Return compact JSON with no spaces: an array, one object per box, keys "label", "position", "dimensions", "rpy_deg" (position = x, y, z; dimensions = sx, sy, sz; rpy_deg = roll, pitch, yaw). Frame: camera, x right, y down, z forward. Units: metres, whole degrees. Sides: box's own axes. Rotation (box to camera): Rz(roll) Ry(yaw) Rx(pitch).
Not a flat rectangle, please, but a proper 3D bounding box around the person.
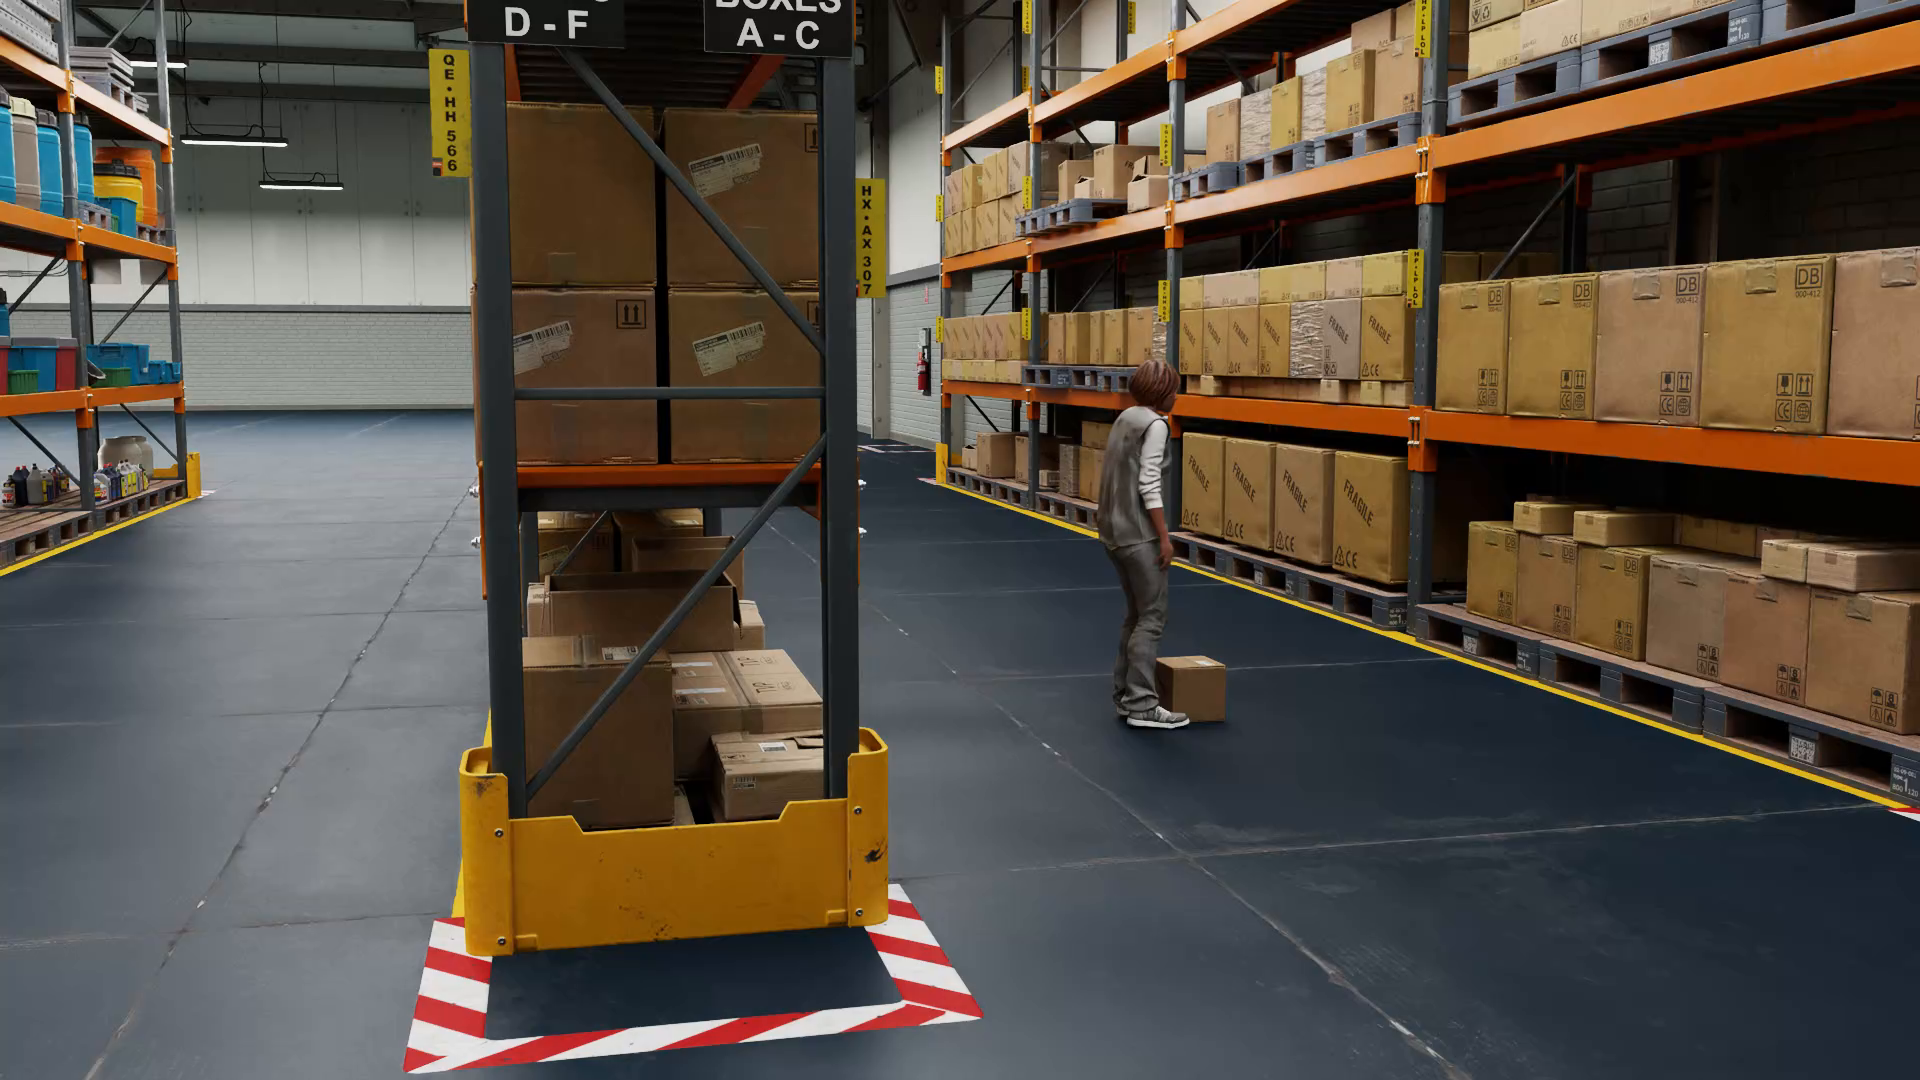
[{"label":"person","position":[0.803,0.008,7.305],"dimensions":[0.364,1.593,0.458],"rpy_deg":[-2,7,-13]}]
